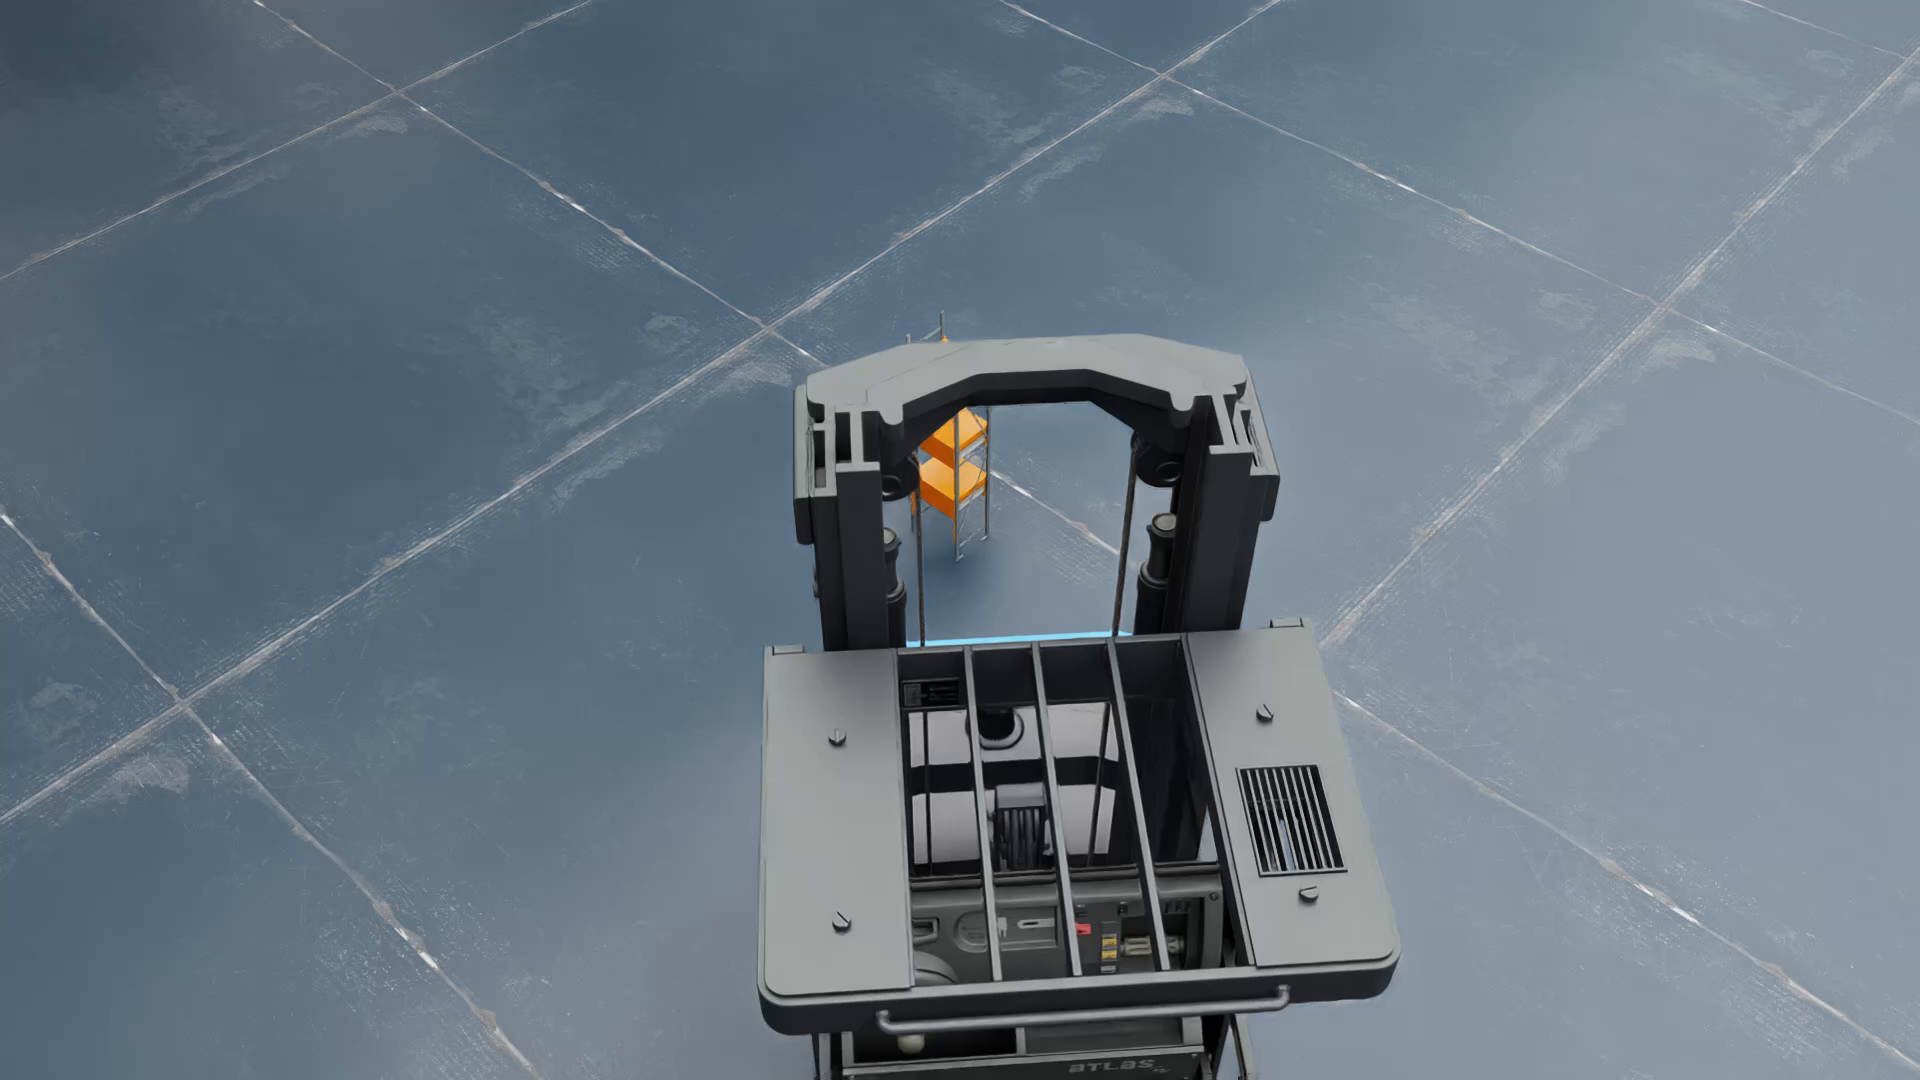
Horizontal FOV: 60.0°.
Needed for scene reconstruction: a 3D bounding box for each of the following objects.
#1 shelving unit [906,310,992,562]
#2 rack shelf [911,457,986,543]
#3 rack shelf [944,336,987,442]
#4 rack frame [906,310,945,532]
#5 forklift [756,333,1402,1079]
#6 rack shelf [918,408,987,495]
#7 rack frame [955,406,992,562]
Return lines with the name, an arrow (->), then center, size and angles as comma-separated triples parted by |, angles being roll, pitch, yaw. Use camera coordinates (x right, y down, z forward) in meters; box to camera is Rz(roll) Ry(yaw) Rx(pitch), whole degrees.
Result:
shelving unit -> -0.039, -0.386, 6.501 | 0.252, 1.050, 0.215 | 34, 55, 28
rack shelf -> -0.039, -0.188, 6.711 | 0.240, 0.259, 0.215 | 34, 55, 28
rack shelf -> -0.039, -0.573, 6.301 | 0.240, 0.259, 0.215 | 34, 55, 28
rack frame -> -0.129, -0.446, 6.557 | 0.008, 1.050, 0.200 | 34, 55, 28
forklift -> 0.177, 1.105, 3.811 | 1.130, 2.935, 3.031 | -3, 47, -3
rack shelf -> -0.039, -0.379, 6.508 | 0.240, 0.259, 0.215 | 34, 55, 28
rack frame -> 0.050, -0.326, 6.444 | 0.008, 1.050, 0.200 | 34, 55, 28
